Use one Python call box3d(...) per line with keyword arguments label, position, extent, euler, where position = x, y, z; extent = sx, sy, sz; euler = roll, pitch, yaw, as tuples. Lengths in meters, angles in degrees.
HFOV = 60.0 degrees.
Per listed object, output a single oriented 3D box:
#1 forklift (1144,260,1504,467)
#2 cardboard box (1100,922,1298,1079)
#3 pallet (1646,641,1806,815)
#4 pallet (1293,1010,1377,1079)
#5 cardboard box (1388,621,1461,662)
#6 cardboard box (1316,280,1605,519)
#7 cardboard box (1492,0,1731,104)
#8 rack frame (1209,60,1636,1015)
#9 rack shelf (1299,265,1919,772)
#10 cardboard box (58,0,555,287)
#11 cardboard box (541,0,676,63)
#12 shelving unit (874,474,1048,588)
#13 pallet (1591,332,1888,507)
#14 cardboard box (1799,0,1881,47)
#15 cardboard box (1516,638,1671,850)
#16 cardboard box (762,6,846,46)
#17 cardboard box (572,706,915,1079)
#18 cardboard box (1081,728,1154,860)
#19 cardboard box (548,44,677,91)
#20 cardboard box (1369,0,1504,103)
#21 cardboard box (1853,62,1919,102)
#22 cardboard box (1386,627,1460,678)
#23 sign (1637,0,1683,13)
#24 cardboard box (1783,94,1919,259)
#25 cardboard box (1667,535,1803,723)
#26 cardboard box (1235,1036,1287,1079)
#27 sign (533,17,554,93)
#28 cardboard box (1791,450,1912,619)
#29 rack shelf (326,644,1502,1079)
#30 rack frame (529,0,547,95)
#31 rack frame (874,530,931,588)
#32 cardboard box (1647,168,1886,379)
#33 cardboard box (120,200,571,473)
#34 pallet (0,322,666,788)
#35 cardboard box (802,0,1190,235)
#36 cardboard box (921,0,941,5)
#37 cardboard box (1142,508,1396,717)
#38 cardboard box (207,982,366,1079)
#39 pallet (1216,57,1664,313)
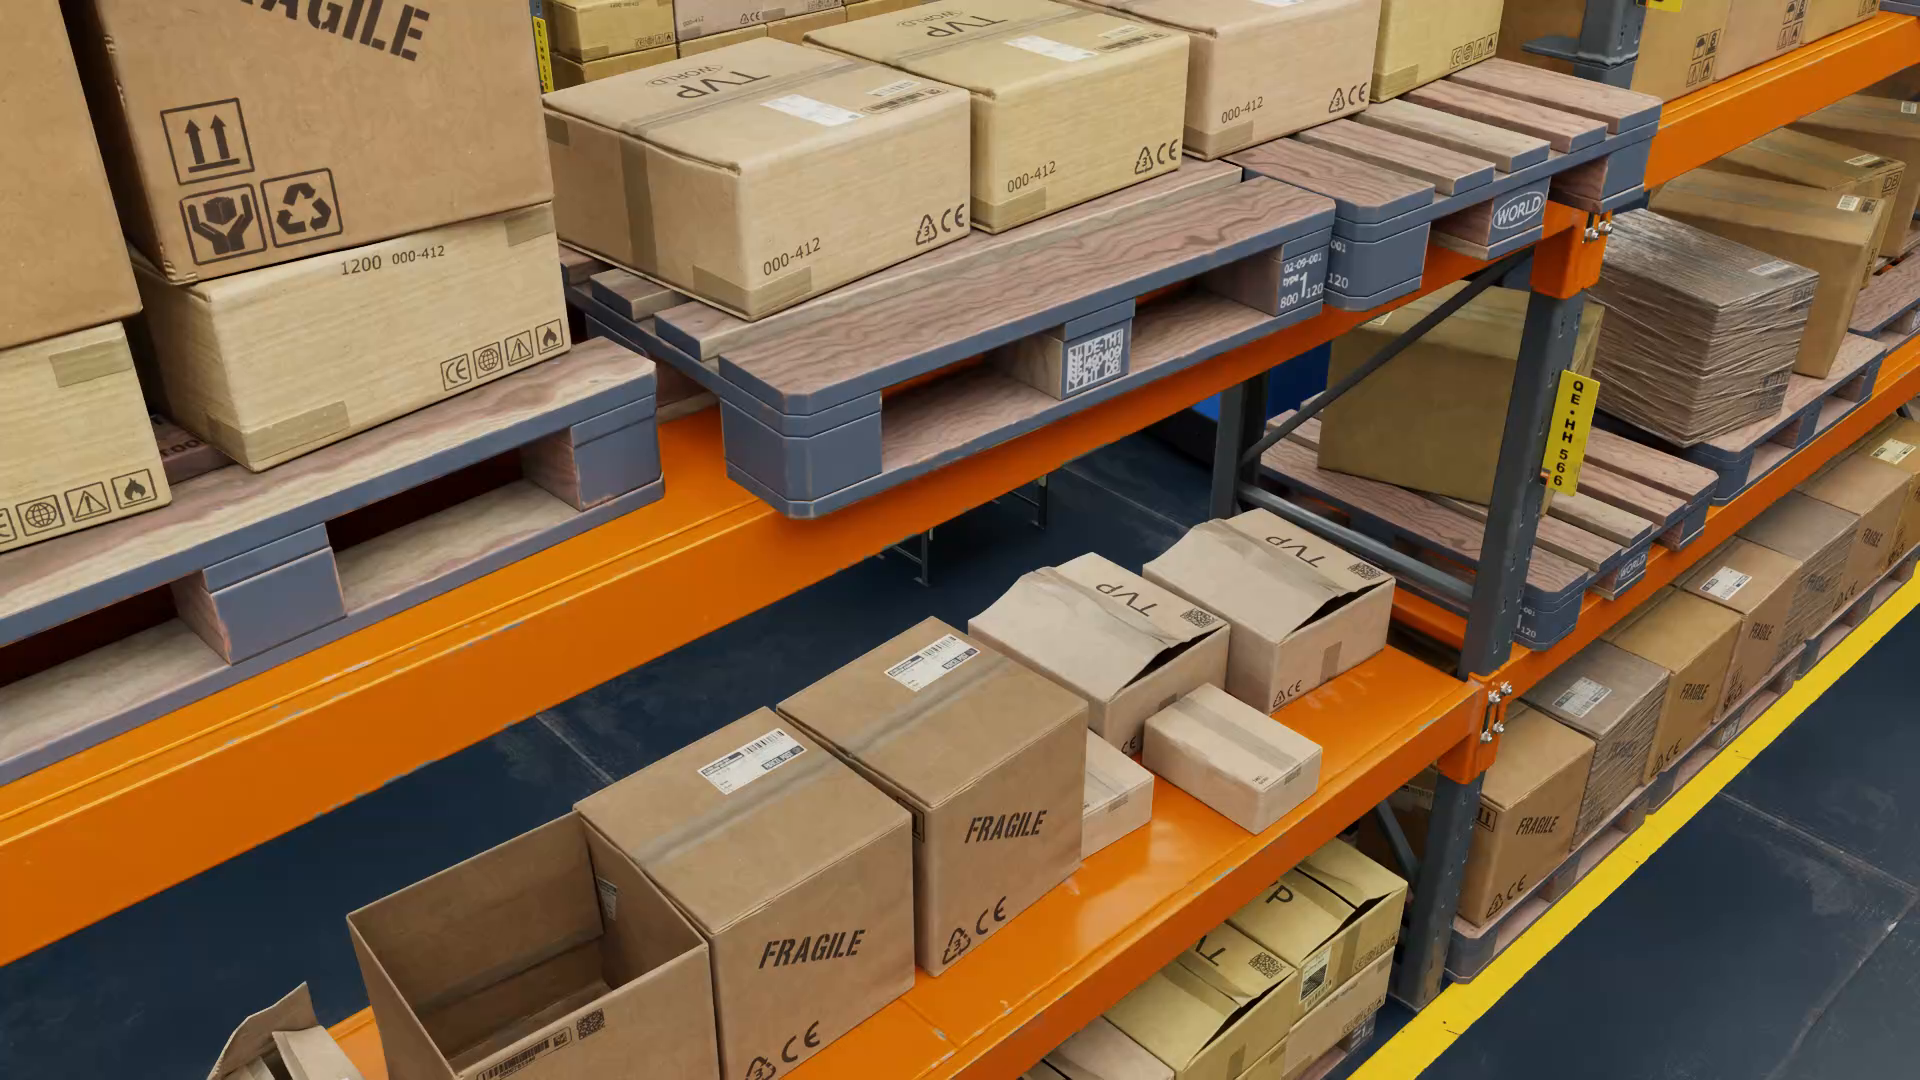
box3d(label="forklift", position=(2.289, -2.144, 8.446), extent=(3.031, 2.935, 1.130), euler=(-21, 37, -31))
box3d(label="cardboard box", position=(0.565, 1.237, 4.547), extent=(0.500, 0.311, 0.500), euler=(-27, 40, -36))
box3d(label="pallet", position=(2.625, 0.525, 6.690), extent=(1.213, 0.211, 1.003), euler=(-26, 40, -35))
box3d(label="pallet", position=(0.528, 1.483, 5.123), extent=(1.213, 0.211, 1.003), euler=(-26, 40, -35))
box3d(label="cardboard box", position=(1.722, 0.132, 5.915), extent=(0.500, 0.250, 0.500), euler=(-24, 39, -34))
box3d(label="cardboard box", position=(1.543, -0.472, 5.149), extent=(0.700, 0.500, 0.500), euler=(15, 35, 23))
box3d(label="cardboard box", position=(1.455, -1.474, 4.314), extent=(0.500, 0.500, 0.910), euler=(-26, 40, -35))
box3d(label="rack frame", position=(1.158, 0.016, 4.849), extent=(0.127, 3.000, 1.000), euler=(-26, 40, -35))
box3d(label="rack shelf", position=(2.624, -0.387, 6.196), extent=(4.000, 0.370, 1.077), euler=(-26, 40, -35))
box3d(label="cardboard box", position=(-0.894, -0.695, 2.158), extent=(0.500, 0.500, 0.500), euler=(-22, 38, -31))
box3d(label="cardboard box", position=(-1.684, -2.448, 7.760), extent=(0.500, 0.250, 0.500), euler=(-25, 39, -34))
box3d(label="shelving unit", position=(-0.005, -0.637, 7.355), extent=(0.755, 1.500, 0.431), euler=(-26, 40, -35))
box3d(label="pallet", position=(2.581, -0.594, 6.030), extent=(1.213, 0.211, 1.003), euler=(-26, 40, -35))
box3d(label="cardboard box", position=(2.210, -1.839, 4.912), extent=(0.500, 0.500, 0.910), euler=(-26, 40, -35))
box3d(label="cardboard box", position=(2.066, 0.655, 5.778), extent=(0.500, 0.500, 0.500), euler=(-27, 41, -37))
box3d(label="cardboard box", position=(-0.928, -2.488, 8.543), extent=(0.500, 0.500, 0.500), euler=(-26, 40, -36))
box3d(label="cardboard box", position=(-0.447, 0.761, 3.534), extent=(0.500, 0.500, 0.500), euler=(-26, 40, -35))
box3d(label="cardboard box", position=(0.261, 0.597, 4.139), extent=(0.250, 0.149, 0.380), euler=(-23, 38, -32))
box3d(label="cardboard box", position=(-1.683, -2.130, 7.958), extent=(0.500, 0.500, 0.500), euler=(-24, 39, -34))
box3d(label="cardboard box", position=(0.863, -1.196, 3.697), extent=(0.500, 0.250, 0.500), euler=(26, 40, 35))
box3d(label="cardboard box", position=(4.286, -2.151, 7.337), extent=(0.500, 0.500, 0.500), euler=(-26, 40, -35))
box3d(label="cardboard box", position=(1.684, 0.473, 6.075), extent=(0.500, 0.500, 0.500), euler=(-24, 39, -34))
box3d(label="sign", position=(1.529, -1.303, 3.559), extent=(0.005, 0.325, 0.100), euler=(-26, 40, -35))
box3d(label="cardboard box", position=(3.592, -1.542, 6.898), extent=(0.700, 0.500, 0.500), euler=(15, 35, 23))
box3d(label="cardboard box", position=(2.816, 0.292, 6.372), extent=(0.500, 0.500, 0.500), euler=(-27, 41, -37))
box3d(label="cardboard box", position=(0.562, 1.474, 4.697), extent=(0.500, 0.250, 0.500), euler=(-26, 40, -36))
box3d(label="sign", position=(-1.837, -2.134, 7.330), extent=(0.005, 0.325, 0.100), euler=(-26, 40, -35))
box3d(label="cardboard box", position=(3.556, -0.067, 6.959), extent=(0.500, 0.500, 0.500), euler=(-26, 40, -35))
box3d(label="rack shelf", position=(-0.309, 1.032, 3.876), extent=(4.000, 0.370, 1.077), euler=(-26, 40, -35))
box3d(label="rack frame", position=(-2.213, -1.878, 7.945), extent=(0.127, 3.000, 1.000), euler=(-26, 40, -35))
box3d(label="rack frame", position=(-0.273, -0.508, 7.143), extent=(0.023, 1.500, 0.400), euler=(-26, 40, -35))
box3d(label="cardboard box", position=(2.837, -0.974, 5.970), extent=(0.700, 0.500, 0.500), euler=(18, 36, 27))
box3d(label="cardboard box", position=(-0.916, -0.371, 2.347), extent=(0.500, 0.250, 0.500), euler=(25, 39, 34))
box3d(label="pallet", position=(-1.137, -0.081, 2.316), extent=(0.805, 0.209, 1.217), euler=(27, 41, 37))
box3d(label="cardboard box", position=(0.064, -0.805, 3.057), extent=(0.500, 0.250, 0.500), euler=(-27, 40, -36))
box3d(label="cardboard box", position=(-0.188, -2.855, 9.143), extent=(0.500, 0.500, 0.500), euler=(-26, 40, -35))
box3d(label="cardboard box", position=(0.861, 0.166, 4.688), extent=(0.500, 0.311, 0.500), euler=(-23, 38, -33))
box3d(label="cardboard box", position=(-1.255, 1.110, 3.188), extent=(0.258, 0.266, 0.396), euler=(-27, 40, -37))
box3d(label="pallet", position=(0.721, -0.908, 3.666), extent=(1.003, 0.211, 1.213), euler=(-24, 39, -33))
